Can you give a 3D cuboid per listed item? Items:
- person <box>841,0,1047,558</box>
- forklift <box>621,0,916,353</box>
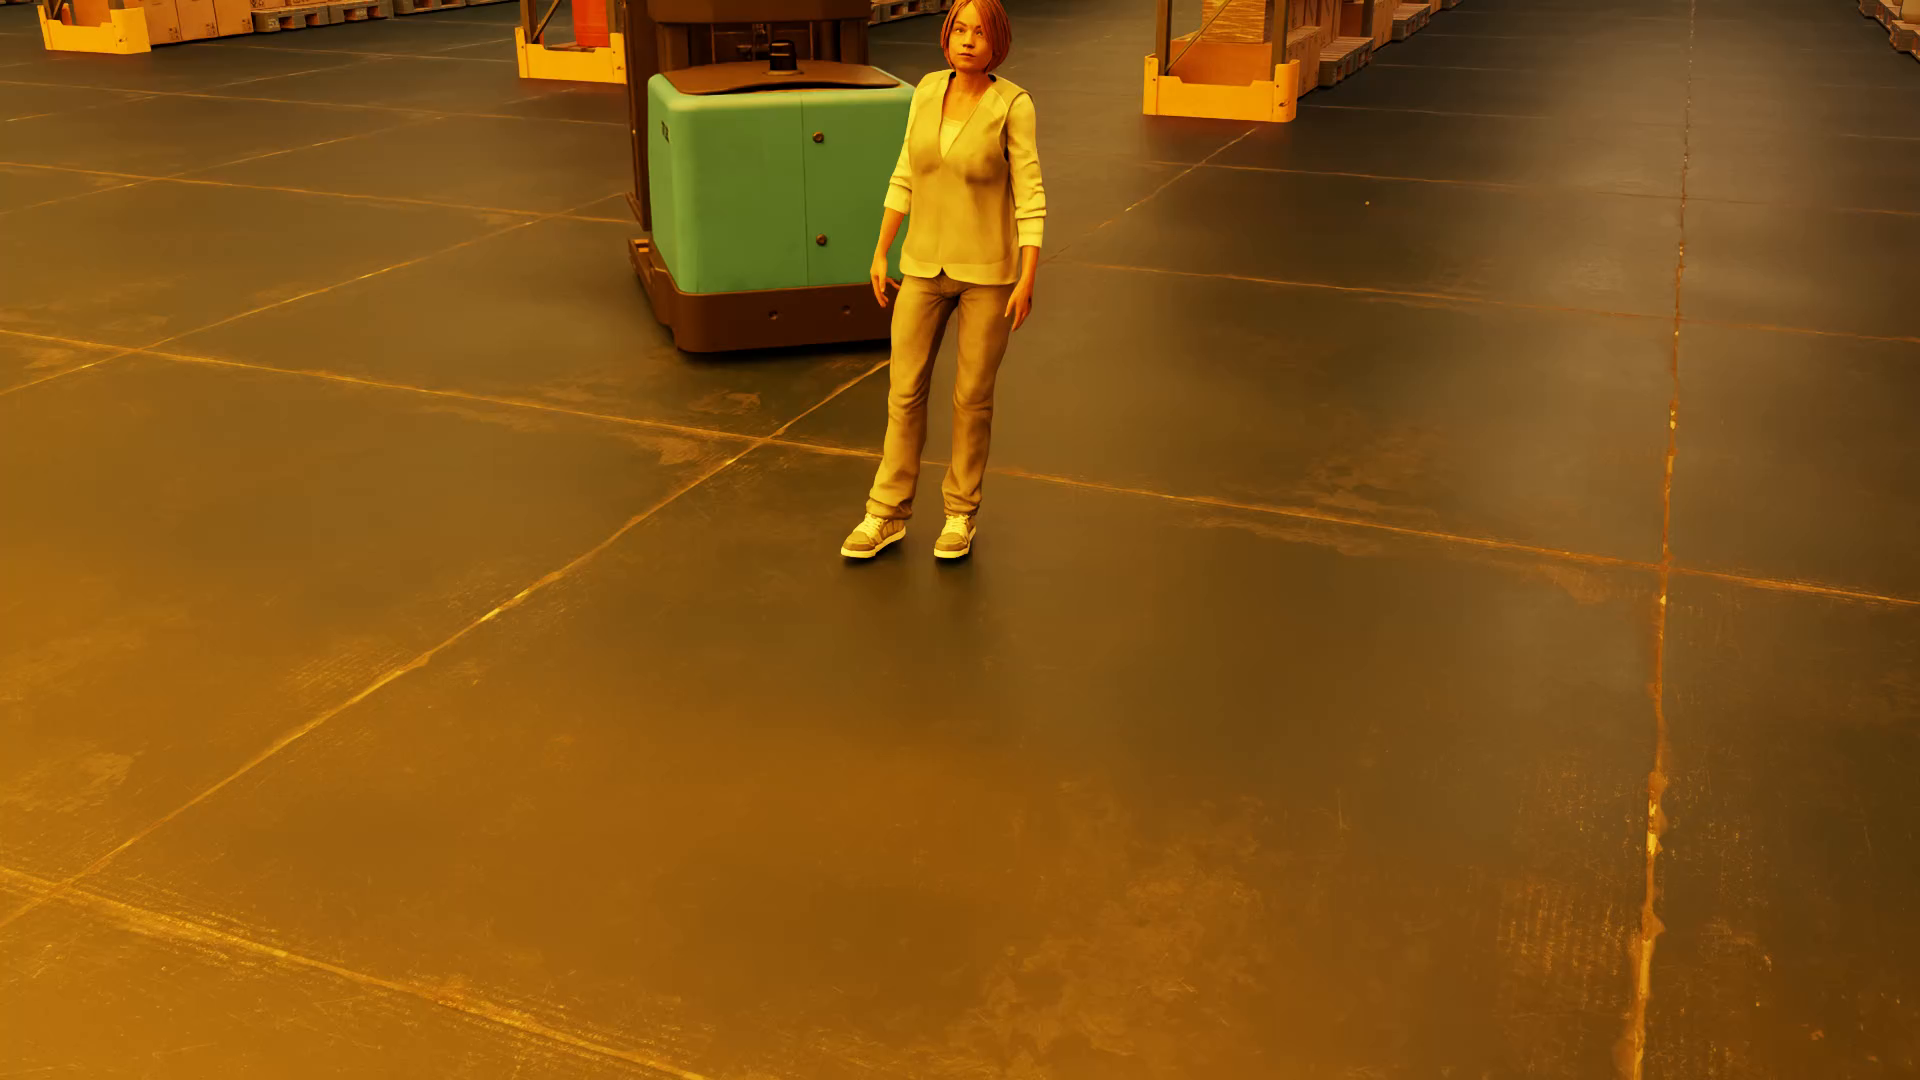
[{"bbox_3d":[-0.041,-0.719,4.723,0.521,1.599,0.473,9,24,21],"label":"person"},{"bbox_3d":[-1.025,-2.649,7.630,1.130,2.935,3.031,-6,23,-15],"label":"forklift"}]
